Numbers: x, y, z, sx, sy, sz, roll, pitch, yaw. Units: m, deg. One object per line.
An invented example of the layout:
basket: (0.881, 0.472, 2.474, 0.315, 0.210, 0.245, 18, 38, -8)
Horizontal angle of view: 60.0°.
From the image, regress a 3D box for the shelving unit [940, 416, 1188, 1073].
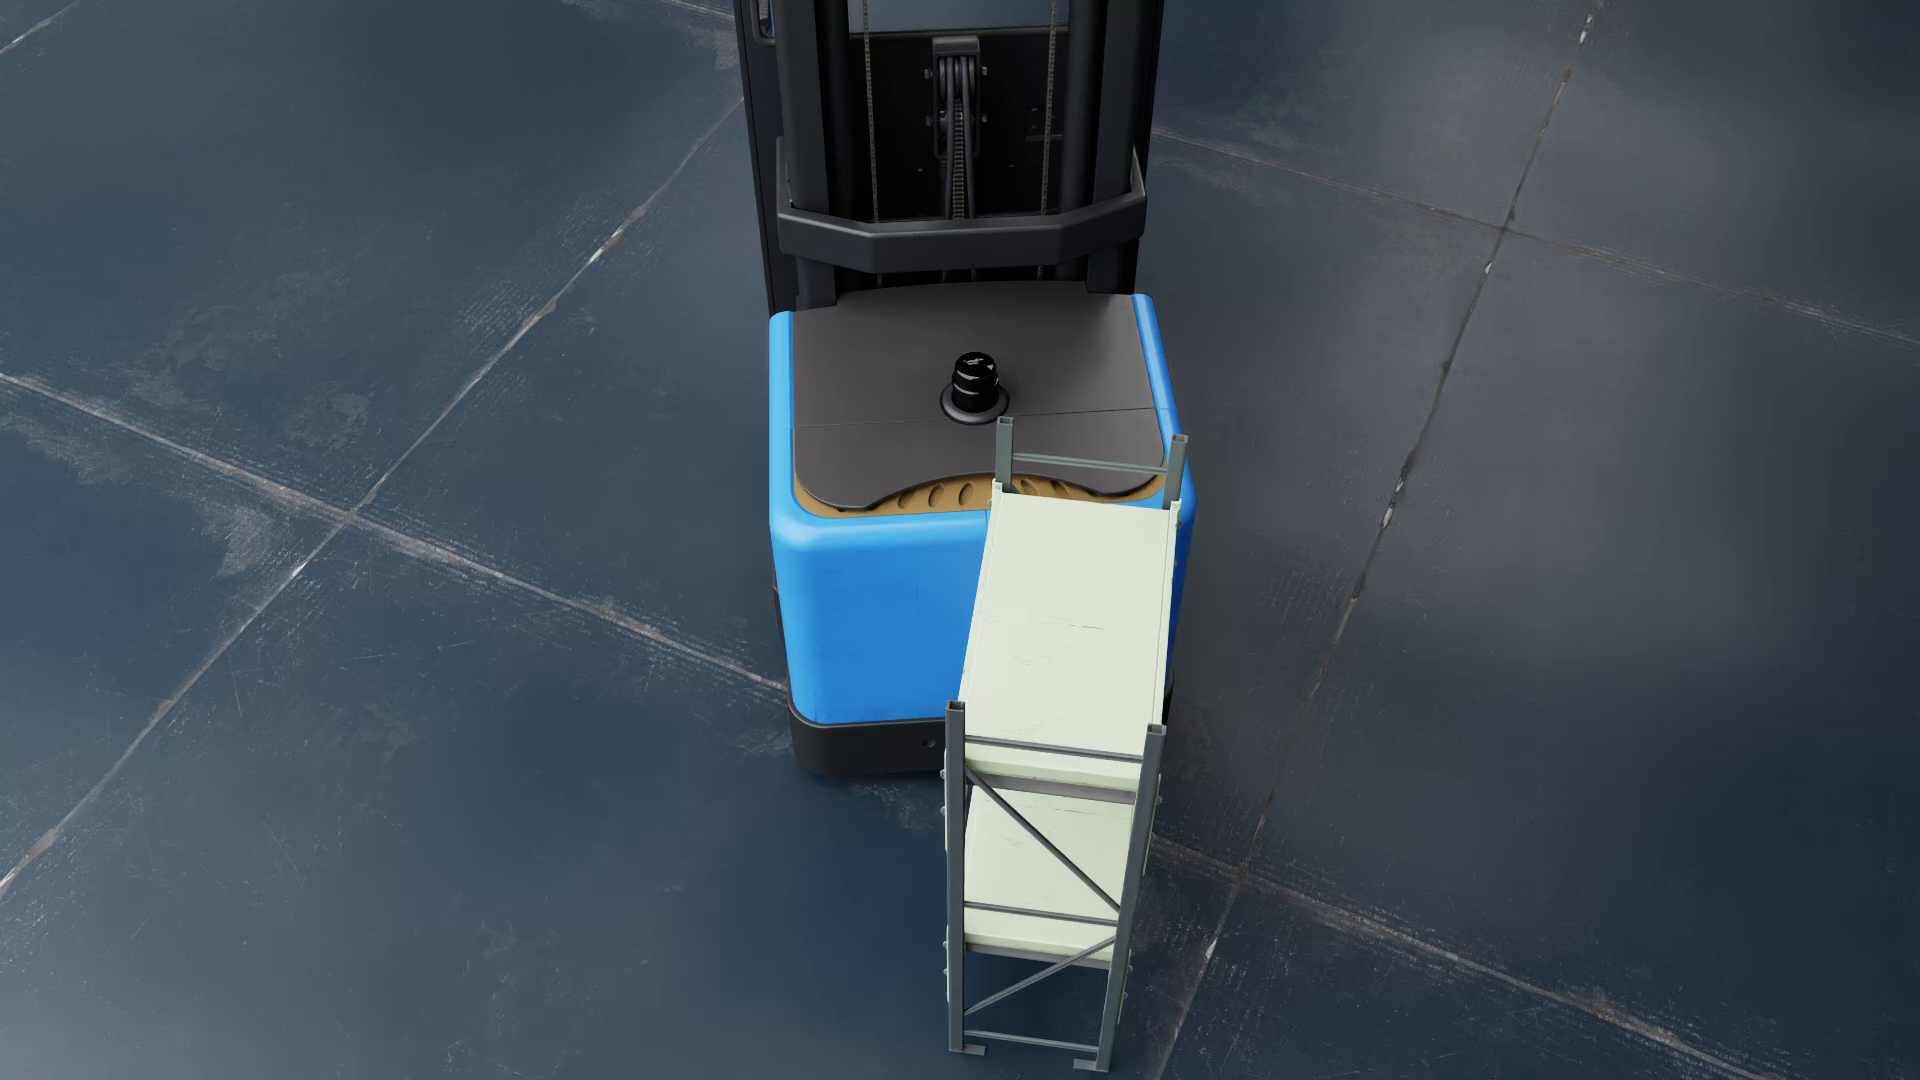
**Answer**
shelving unit: (0.225, 0.531, 3.814, 0.431, 1.500, 0.755, 6, 50, 5)

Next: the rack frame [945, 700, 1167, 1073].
rack frame: (0.173, 0.807, 3.579, 0.400, 1.500, 0.023, 6, 50, 5)

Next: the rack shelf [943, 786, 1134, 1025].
rack shelf: (0.225, 0.742, 4.062, 0.431, 0.370, 0.720, 6, 50, 5)

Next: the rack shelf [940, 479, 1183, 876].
rack shelf: (0.225, 0.278, 3.516, 0.431, 0.370, 0.720, 6, 50, 5)

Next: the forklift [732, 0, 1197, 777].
forklift: (-0.046, -1.423, 4.536, 1.130, 2.935, 3.031, -3, 50, -3)

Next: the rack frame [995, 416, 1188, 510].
rack frame: (0.276, 0.255, 4.048, 0.400, 1.500, 0.023, 6, 50, 5)
